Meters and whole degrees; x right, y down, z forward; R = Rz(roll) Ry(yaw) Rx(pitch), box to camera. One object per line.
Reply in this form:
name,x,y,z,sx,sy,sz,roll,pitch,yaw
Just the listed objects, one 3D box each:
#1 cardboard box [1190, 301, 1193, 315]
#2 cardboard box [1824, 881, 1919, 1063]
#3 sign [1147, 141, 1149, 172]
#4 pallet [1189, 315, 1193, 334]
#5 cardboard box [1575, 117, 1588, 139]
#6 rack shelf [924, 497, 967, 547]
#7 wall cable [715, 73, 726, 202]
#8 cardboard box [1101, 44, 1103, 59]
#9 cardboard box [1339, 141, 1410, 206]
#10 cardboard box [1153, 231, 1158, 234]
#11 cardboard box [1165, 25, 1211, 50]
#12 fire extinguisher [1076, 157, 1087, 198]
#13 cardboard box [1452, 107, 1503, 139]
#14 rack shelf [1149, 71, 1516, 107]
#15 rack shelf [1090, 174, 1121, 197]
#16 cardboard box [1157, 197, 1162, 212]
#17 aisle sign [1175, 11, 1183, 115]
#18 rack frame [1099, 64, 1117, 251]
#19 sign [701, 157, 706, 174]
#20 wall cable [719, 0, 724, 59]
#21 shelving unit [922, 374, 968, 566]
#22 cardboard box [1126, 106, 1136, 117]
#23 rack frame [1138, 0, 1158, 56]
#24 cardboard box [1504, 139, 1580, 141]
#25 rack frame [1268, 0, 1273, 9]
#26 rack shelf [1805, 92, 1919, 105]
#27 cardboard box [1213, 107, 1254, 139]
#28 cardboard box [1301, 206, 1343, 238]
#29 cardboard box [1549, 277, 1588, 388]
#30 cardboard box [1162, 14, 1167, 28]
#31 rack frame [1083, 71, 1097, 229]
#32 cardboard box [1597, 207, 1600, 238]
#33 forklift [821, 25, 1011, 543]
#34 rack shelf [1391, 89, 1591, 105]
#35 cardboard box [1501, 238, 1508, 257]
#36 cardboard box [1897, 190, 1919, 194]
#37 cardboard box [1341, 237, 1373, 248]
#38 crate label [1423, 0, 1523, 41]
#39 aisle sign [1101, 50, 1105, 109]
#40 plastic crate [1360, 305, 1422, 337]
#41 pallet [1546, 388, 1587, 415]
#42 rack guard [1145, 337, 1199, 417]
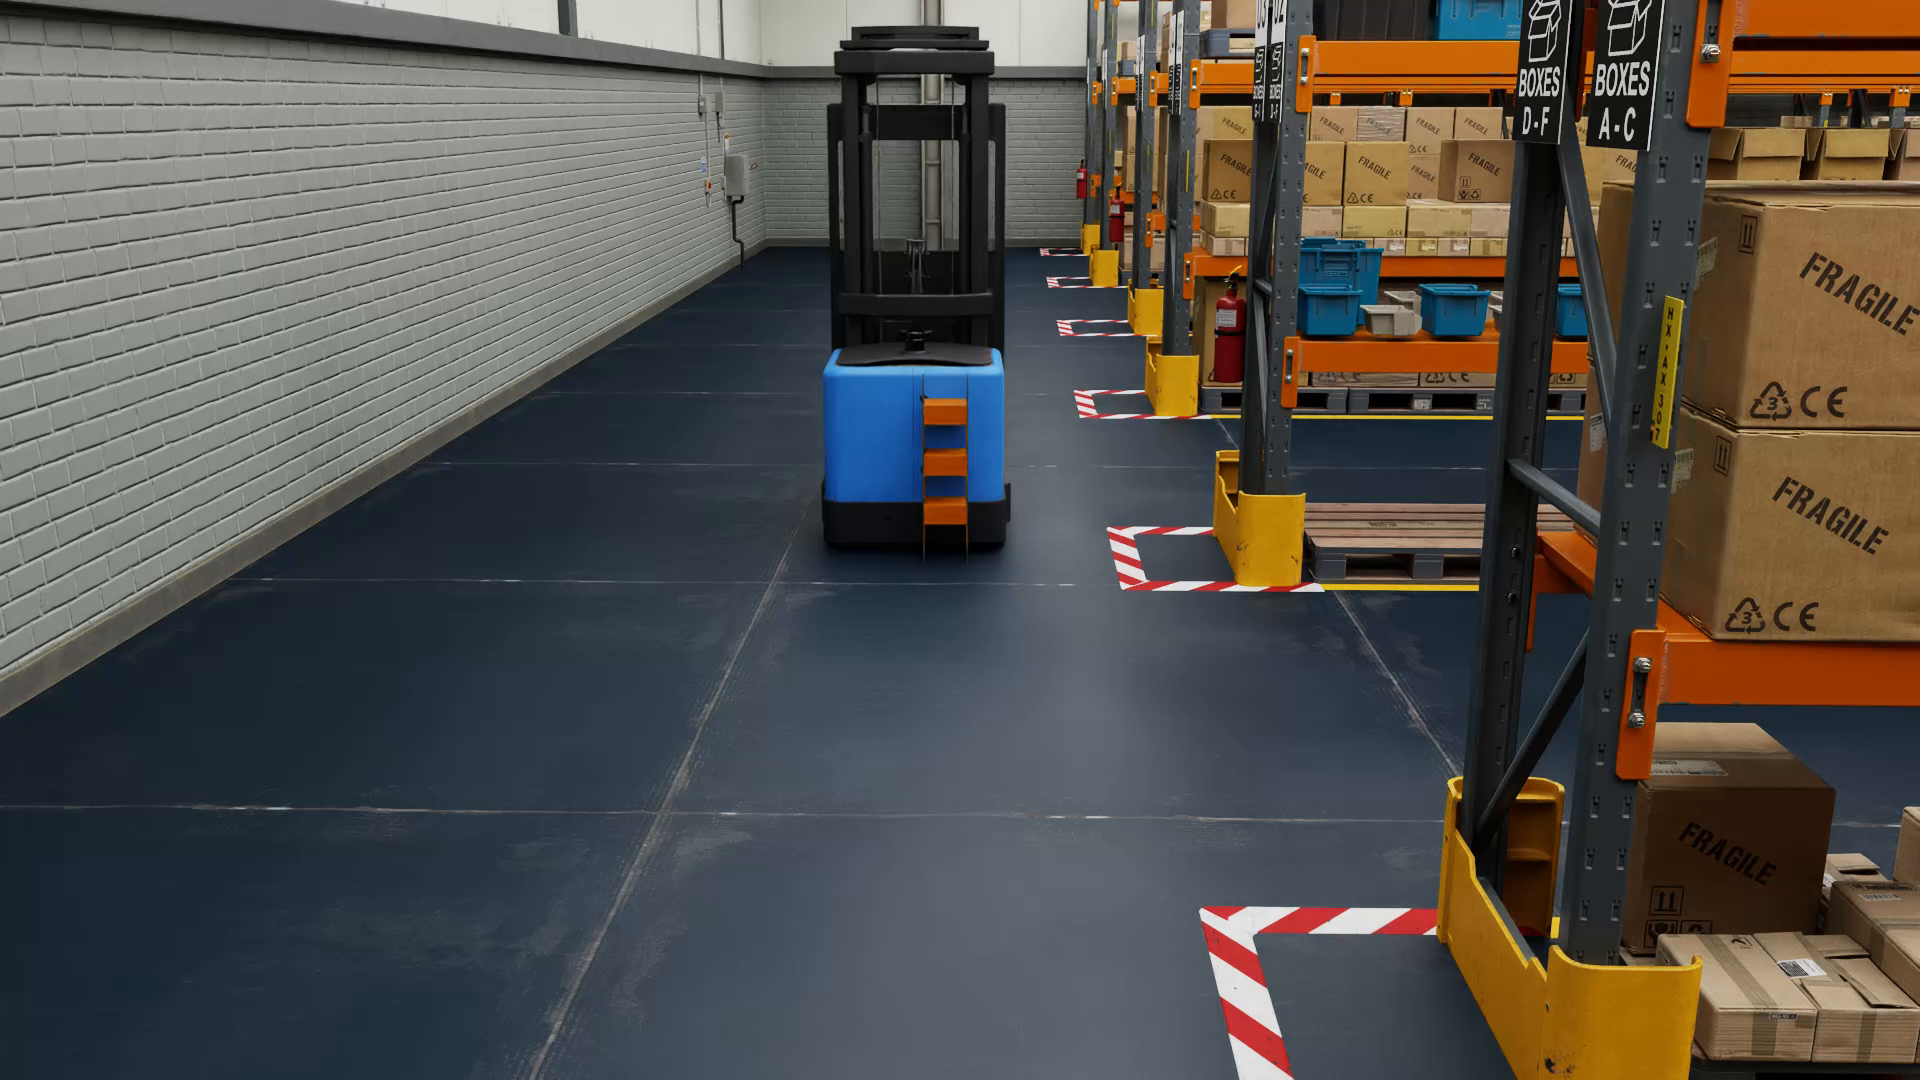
cardboard box,2.568,-2.619,18.652,0.250,0.149,0.380,1,15,3
cardboard box,2.604,1.107,4.292,0.500,0.250,0.500,0,15,1
sign,2.039,-4.160,18.029,0.005,0.325,0.100,0,15,1
pallet,2.940,-2.516,18.964,1.213,0.211,1.003,0,15,1
cardboard box,8.542,-5.565,22.897,0.500,0.500,0.500,0,15,1
rack shelf,-0.081,-0.110,9.329,0.240,0.259,0.215,0,15,0
wall cable,-3.535,-6.026,24.810,0.122,1.984,0.588,0,15,1
cardboard box,2.652,-8.240,28.043,0.500,0.250,0.500,0,15,0
cardboard box,3.316,-2.972,13.466,0.500,0.500,0.500,0,15,0
cardboard box,3.234,-5.192,28.405,0.250,0.149,0.380,0,15,-1
cardboard box,2.495,-5.430,17.975,0.500,0.250,0.500,1,15,2
fire extinguisher,2.042,-6.074,27.864,0.183,0.674,0.296,0,15,1
cardboard box,5.574,-4.463,18.137,0.500,0.500,0.500,0,15,-1
rack shelf,4.052,-4.969,18.324,4.000,0.370,1.077,0,15,1
rack shelf,4.200,-6.047,28.292,4.000,0.370,1.077,0,15,1
cardboard box,2.386,-3.828,18.961,0.250,0.149,0.380,0,15,1
aisle sign,1.745,-3.796,13.253,0.004,0.787,0.394,0,15,1
rack frame,2.078,-5.142,23.452,0.127,3.000,1.000,0,15,1
sign,-3.622,-5.292,23.489,0.001,0.218,0.327,0,15,1
wall cable,-3.485,-8.929,25.968,0.133,3.039,2.988,0,15,1
shelving unit,-0.081,-0.389,9.256,0.252,1.050,0.215,0,15,0
cardboard box,2.426,-5.915,22.952,0.250,0.149,0.380,1,15,3
rack frame,2.052,-6.780,17.899,0.127,3.000,1.000,0,15,1
cardboard box,4.859,-3.097,13.938,0.500,0.500,0.500,0,15,1
rack frame,1.698,-4.253,8.320,0.127,3.000,1.000,0,15,1
rack shelf,16.196,-7.420,27.613,4.000,0.370,1.077,0,15,1
cardboard box,2.999,-4.483,18.212,0.500,0.500,0.500,1,15,3
cardboard box,2.817,-2.613,13.574,0.500,0.250,0.500,0,15,1
cardboard box,5.166,-1.790,14.085,0.875,0.875,0.875,0,15,1
cardboard box,2.392,-5.765,18.462,0.250,0.149,0.380,0,15,1
rack frame,2.201,-6.408,28.249,0.127,3.000,1.000,0,15,1
cardboard box,5.375,-2.596,13.512,0.500,0.250,0.500,0,15,0
forklift,-0.265,-1.716,10.599,1.130,2.935,3.031,0,15,0
rack shelf,8.076,-6.206,23.012,4.000,0.370,1.077,0,15,1
cardboard box,4.481,-2.393,13.522,0.250,0.149,0.380,1,15,2
cardboard box,2.528,-0.549,3.885,0.500,0.500,0.500,1,15,2
cardboard box,3.198,-2.401,13.553,0.250,0.149,0.380,0,15,0
crate label,2.612,-2.642,8.386,0.502,0.251,0.408,0,15,1
aisle sign,2.014,-6.479,23.421,0.004,0.787,0.394,0,15,1
plastic crate,2.255,-1.145,8.699,0.298,0.136,0.250,0,15,1
pallet,5.065,-1.266,14.224,1.213,0.211,1.003,0,15,1
rack guard,1.801,-1.407,14.192,0.348,0.500,1.175,0,15,1
